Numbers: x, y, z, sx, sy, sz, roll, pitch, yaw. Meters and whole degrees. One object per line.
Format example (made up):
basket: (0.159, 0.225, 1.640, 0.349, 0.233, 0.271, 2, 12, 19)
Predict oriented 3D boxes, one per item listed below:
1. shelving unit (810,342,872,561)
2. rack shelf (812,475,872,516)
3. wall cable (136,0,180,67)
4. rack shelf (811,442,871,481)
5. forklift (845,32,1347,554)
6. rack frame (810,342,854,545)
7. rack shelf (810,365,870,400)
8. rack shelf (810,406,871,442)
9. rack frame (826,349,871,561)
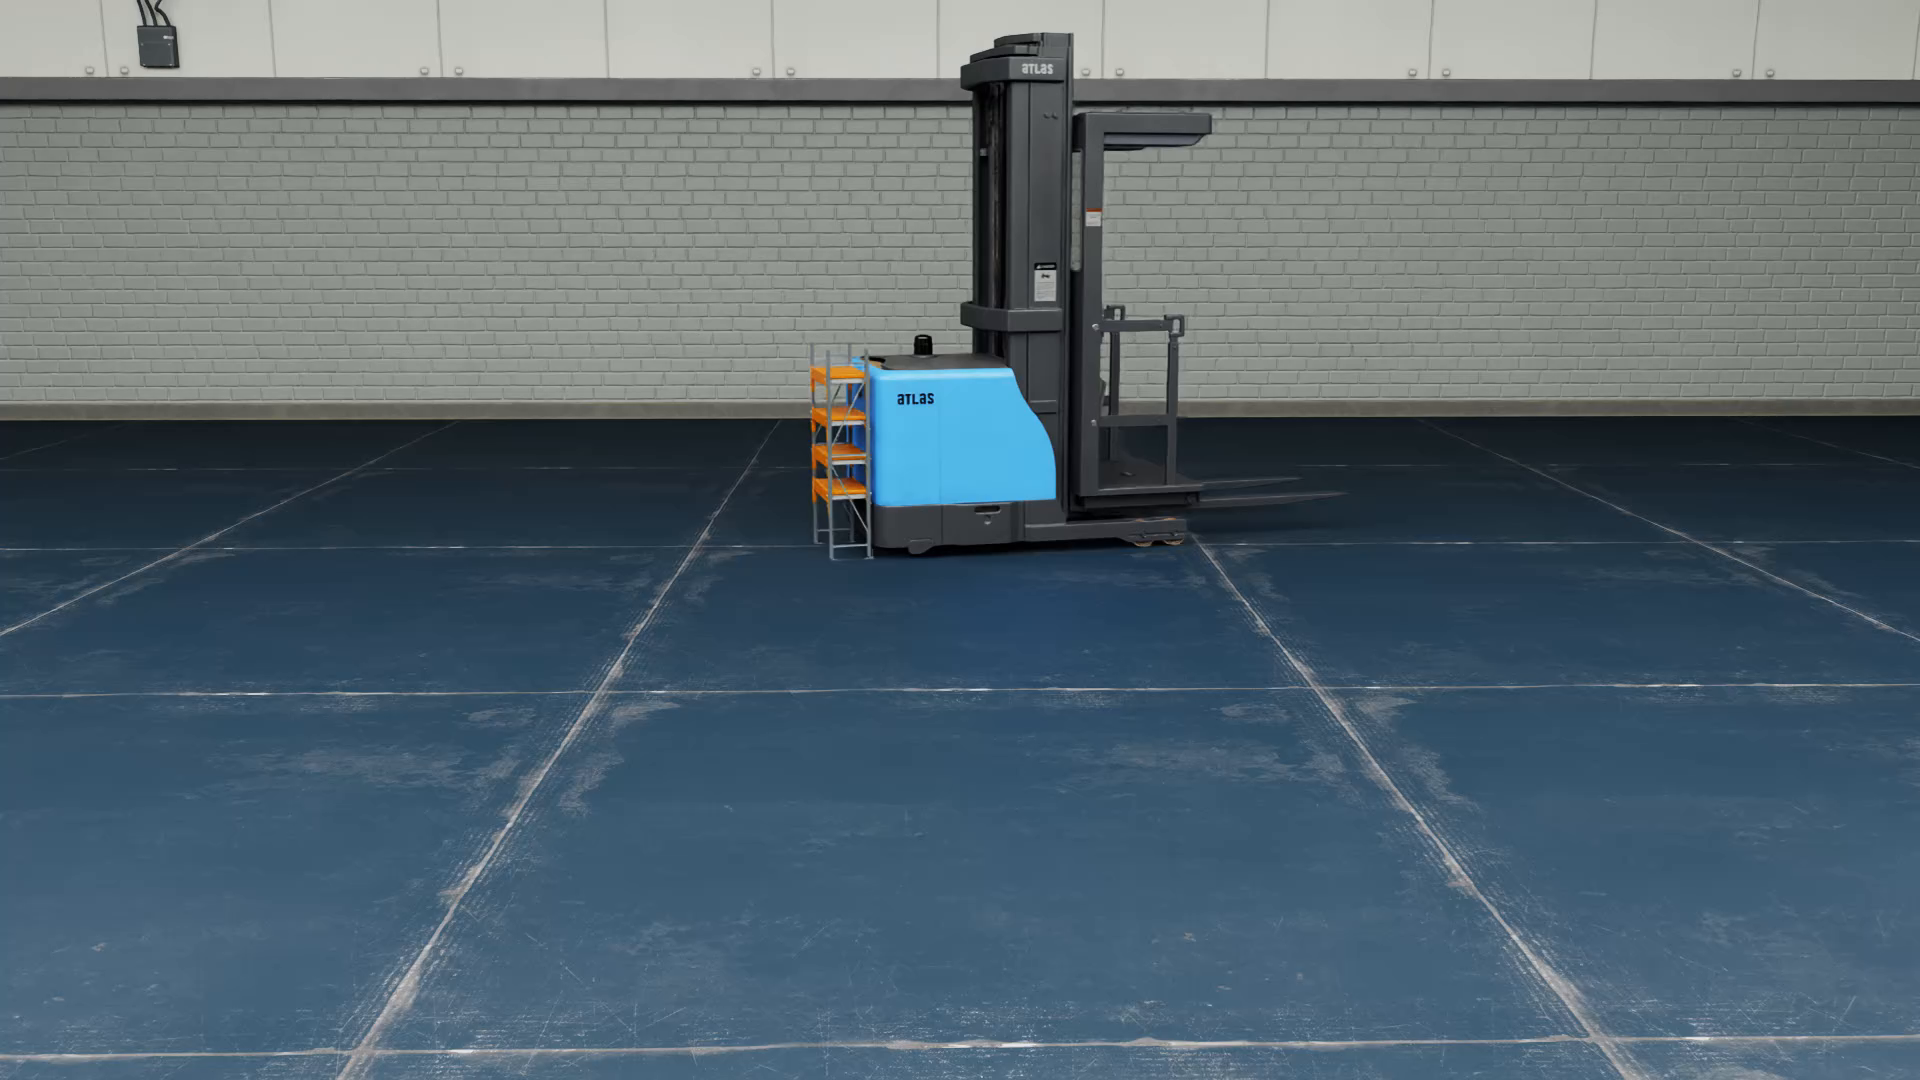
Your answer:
shelving unit: (-0.691, -0.521, 9.611, 0.258, 1.200, 0.503, -3, 12, -15)
rack shelf: (-0.691, -0.261, 9.663, 0.258, 0.148, 0.480, -3, 12, -15)
wall cable: (-6.192, -7.199, 14.359, 2.305, 6.003, 0.169, 0, 11, -1)
rack shelf: (-0.691, -0.455, 9.624, 0.258, 0.148, 0.480, -3, 12, -15)
forklift: (0.863, -1.492, 10.041, 3.031, 2.935, 1.130, -3, 12, -14)
rack frame: (-0.755, -0.568, 9.841, 0.240, 1.200, 0.015, -3, 12, -15)
rack shelf: (-0.691, -0.906, 9.532, 0.258, 0.148, 0.480, -3, 12, -15)
rack shelf: (-0.691, -0.675, 9.580, 0.258, 0.148, 0.480, -3, 12, -15)
rack frame: (-0.626, -0.474, 9.380, 0.240, 1.200, 0.015, -3, 12, -15)
